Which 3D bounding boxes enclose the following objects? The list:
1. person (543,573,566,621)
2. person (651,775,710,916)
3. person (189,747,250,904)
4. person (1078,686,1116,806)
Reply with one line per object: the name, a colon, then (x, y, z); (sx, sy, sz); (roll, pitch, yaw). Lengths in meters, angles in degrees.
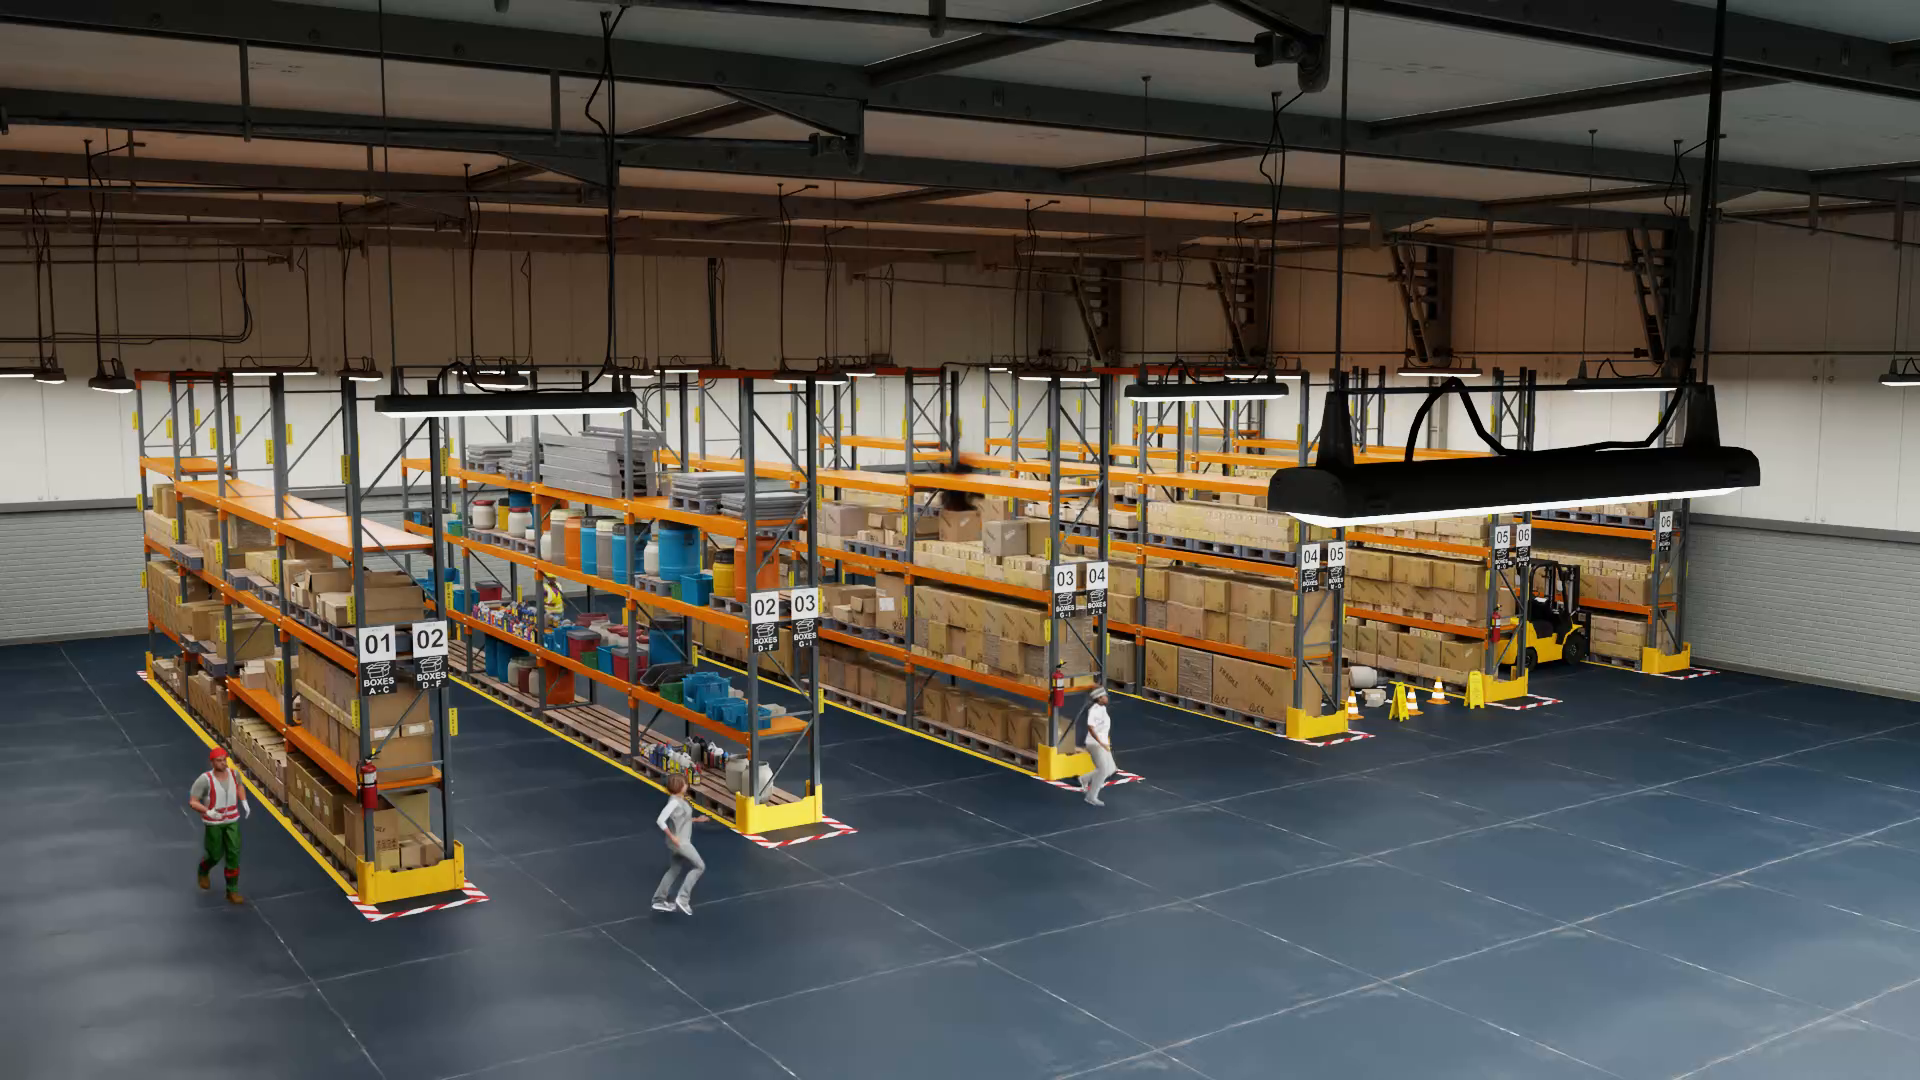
person: (-8.535, 1.525, 34.784); (0.664, 1.771, 0.977); (-5, 8, -38)
person: (-3.145, 3.429, 18.703); (0.672, 1.604, 0.504); (-2, 7, -14)
person: (-8.581, 3.276, 19.288); (0.839, 1.792, 0.641); (6, 9, 42)
person: (1.942, 2.893, 23.496); (0.522, 1.650, 0.623); (2, 7, 17)
